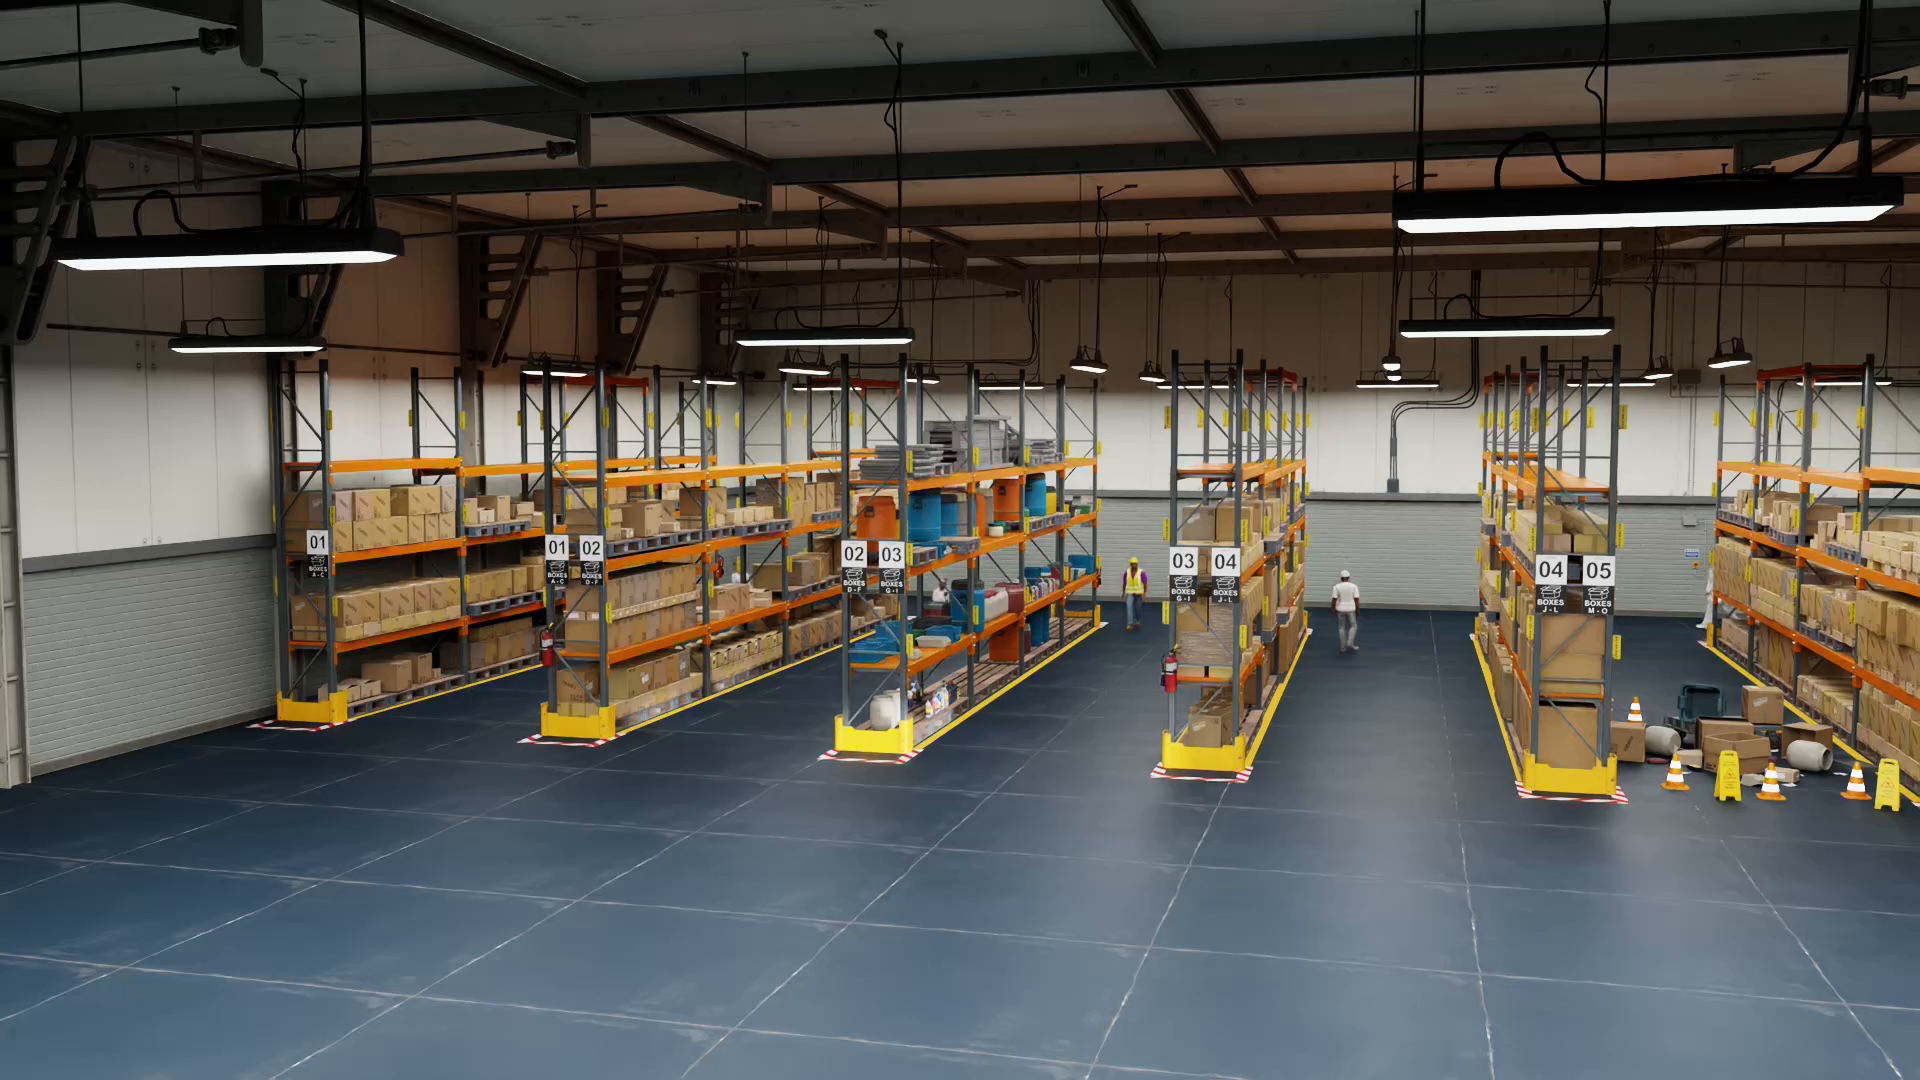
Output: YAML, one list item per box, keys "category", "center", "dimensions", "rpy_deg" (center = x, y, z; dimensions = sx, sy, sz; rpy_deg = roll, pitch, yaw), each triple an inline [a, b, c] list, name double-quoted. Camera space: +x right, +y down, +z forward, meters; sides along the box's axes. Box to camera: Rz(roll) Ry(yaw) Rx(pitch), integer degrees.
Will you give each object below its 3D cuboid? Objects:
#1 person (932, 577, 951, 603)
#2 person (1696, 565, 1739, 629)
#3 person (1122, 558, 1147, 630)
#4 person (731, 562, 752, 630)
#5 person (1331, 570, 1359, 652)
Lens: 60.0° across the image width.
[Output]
- category: "person"
  center: [-0.379, 1.593, 35.824]
  dimensions: [0.495, 1.629, 1.033]
  rpy_deg: [1, 4, 12]
- category: "person"
  center: [18.156, 1.266, 39.800]
  dimensions: [1.111, 1.736, 0.580]
  rpy_deg: [0, 4, 2]
- category: "person"
  center: [4.167, 1.273, 39.782]
  dimensions: [0.620, 1.708, 1.085]
  rpy_deg: [1, 4, 10]
- category: "person"
  center: [-5.224, 1.309, 39.801]
  dimensions: [0.492, 1.633, 0.872]
  rpy_deg: [1, 4, 13]
- category: "person"
  center: [8.352, 1.539, 36.031]
  dimensions: [0.597, 1.764, 0.531]
  rpy_deg: [1, 4, 12]
